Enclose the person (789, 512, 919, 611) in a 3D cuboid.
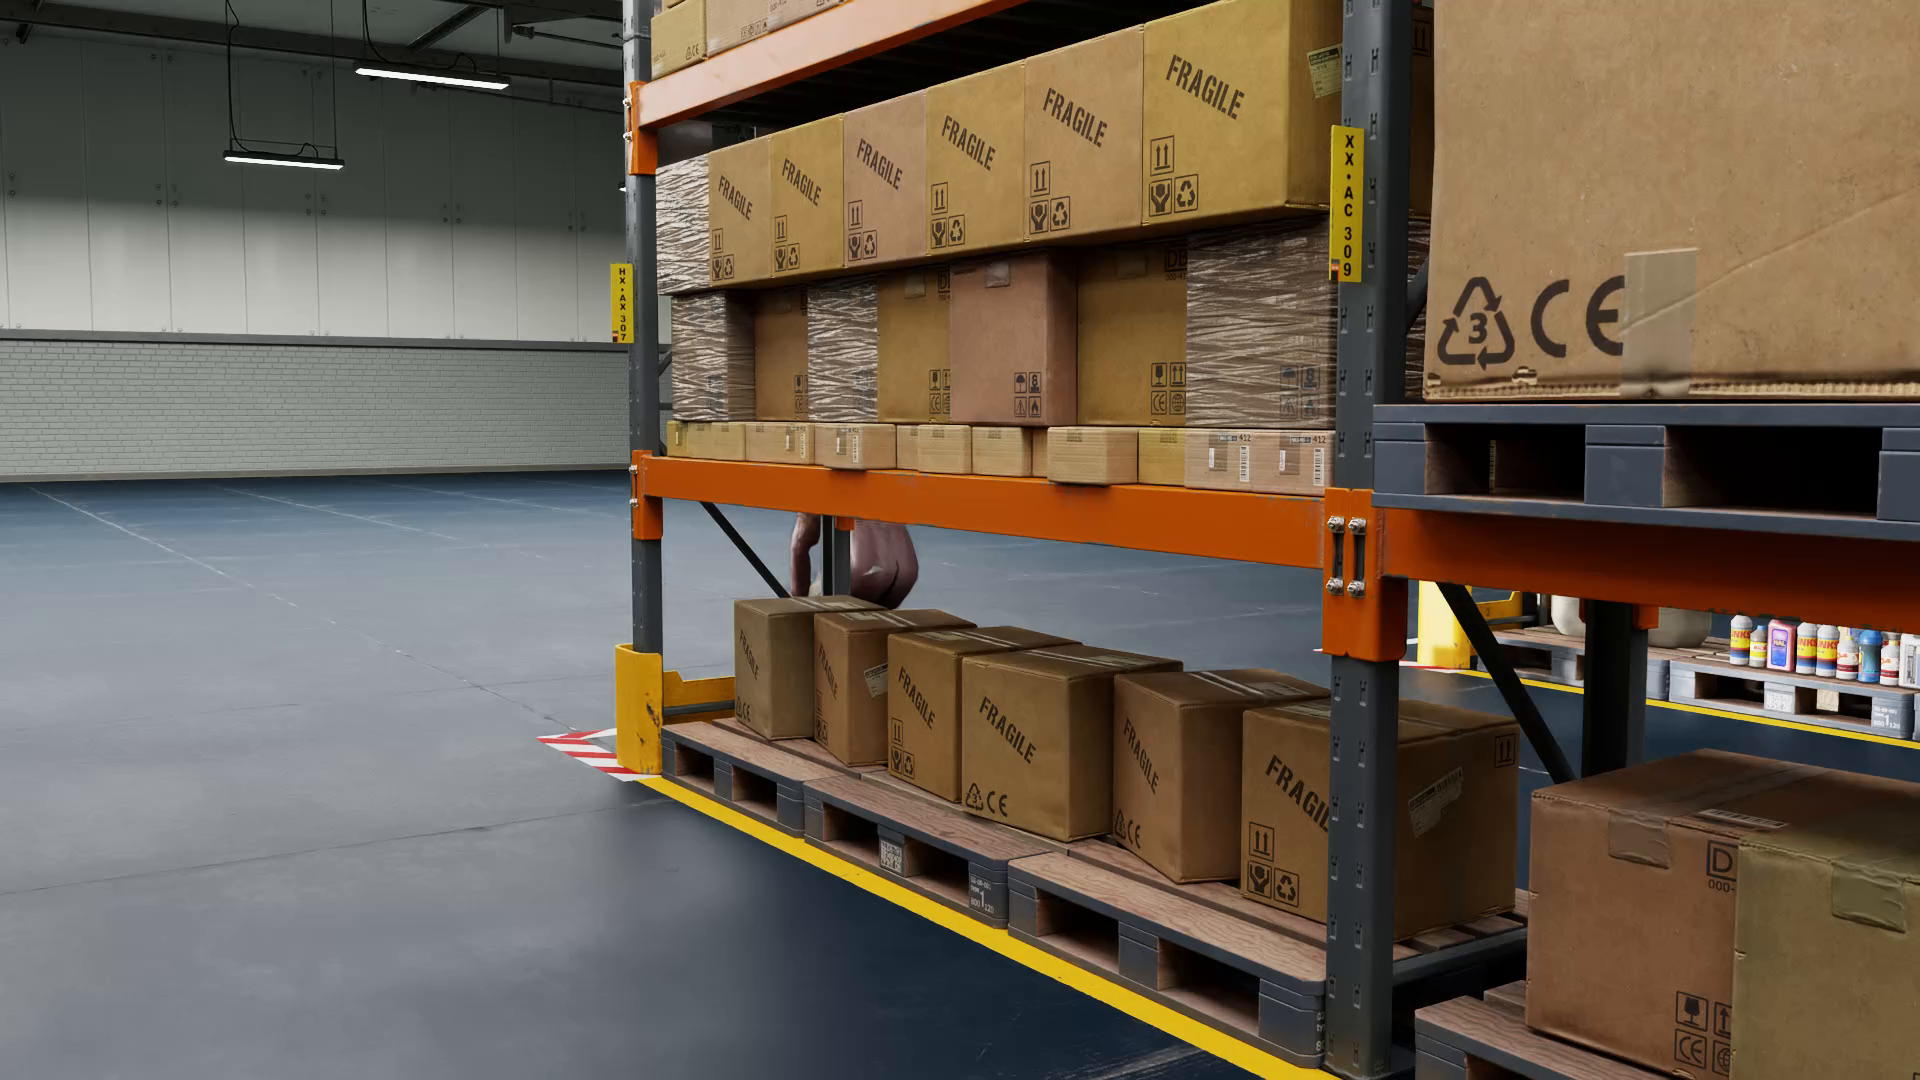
[{"bbox_3d":[-0.591,0.195,9.259,0.623,1.154,0.835,-3,5,-34],"label":"person"}]
